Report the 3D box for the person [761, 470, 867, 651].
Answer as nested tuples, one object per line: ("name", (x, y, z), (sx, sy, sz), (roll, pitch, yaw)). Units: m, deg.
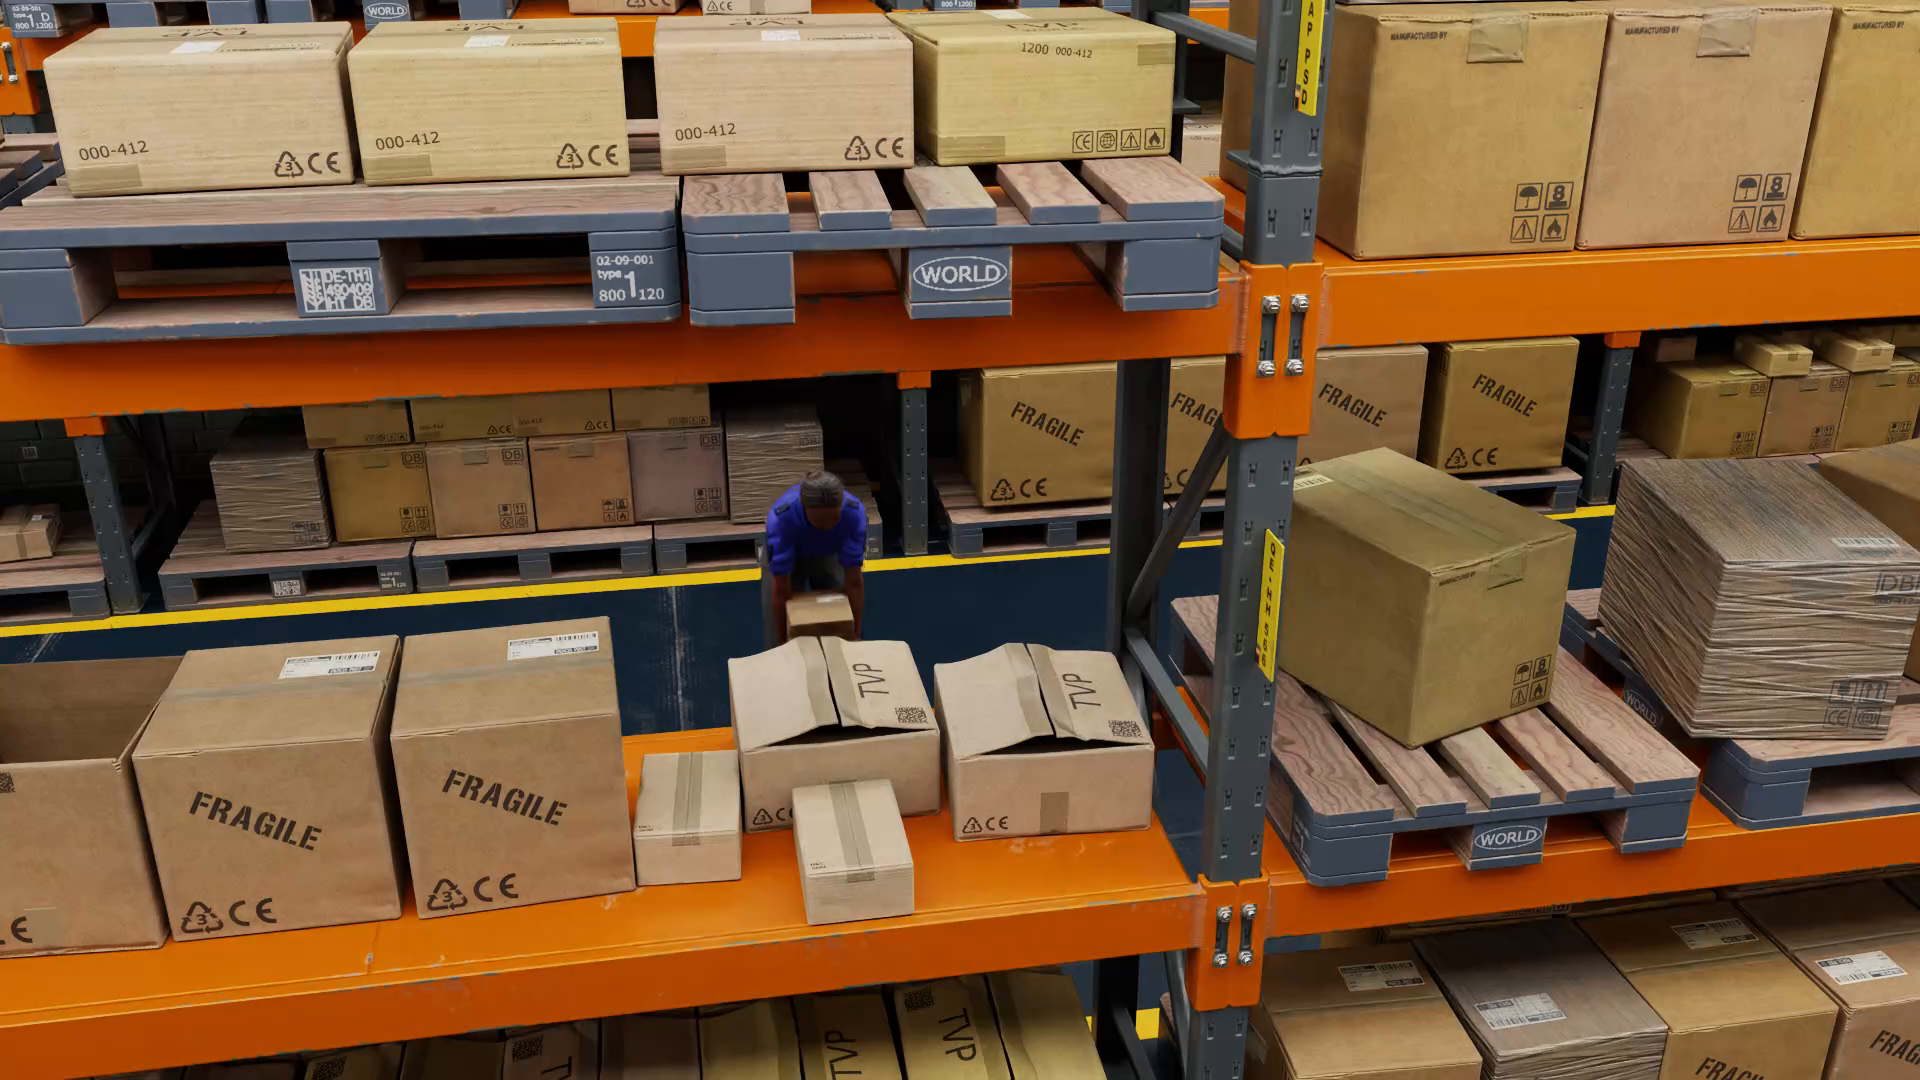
("person", (-0.591, 0.281, 6.798), (0.413, 1.395, 0.740), (-5, 24, -11))
